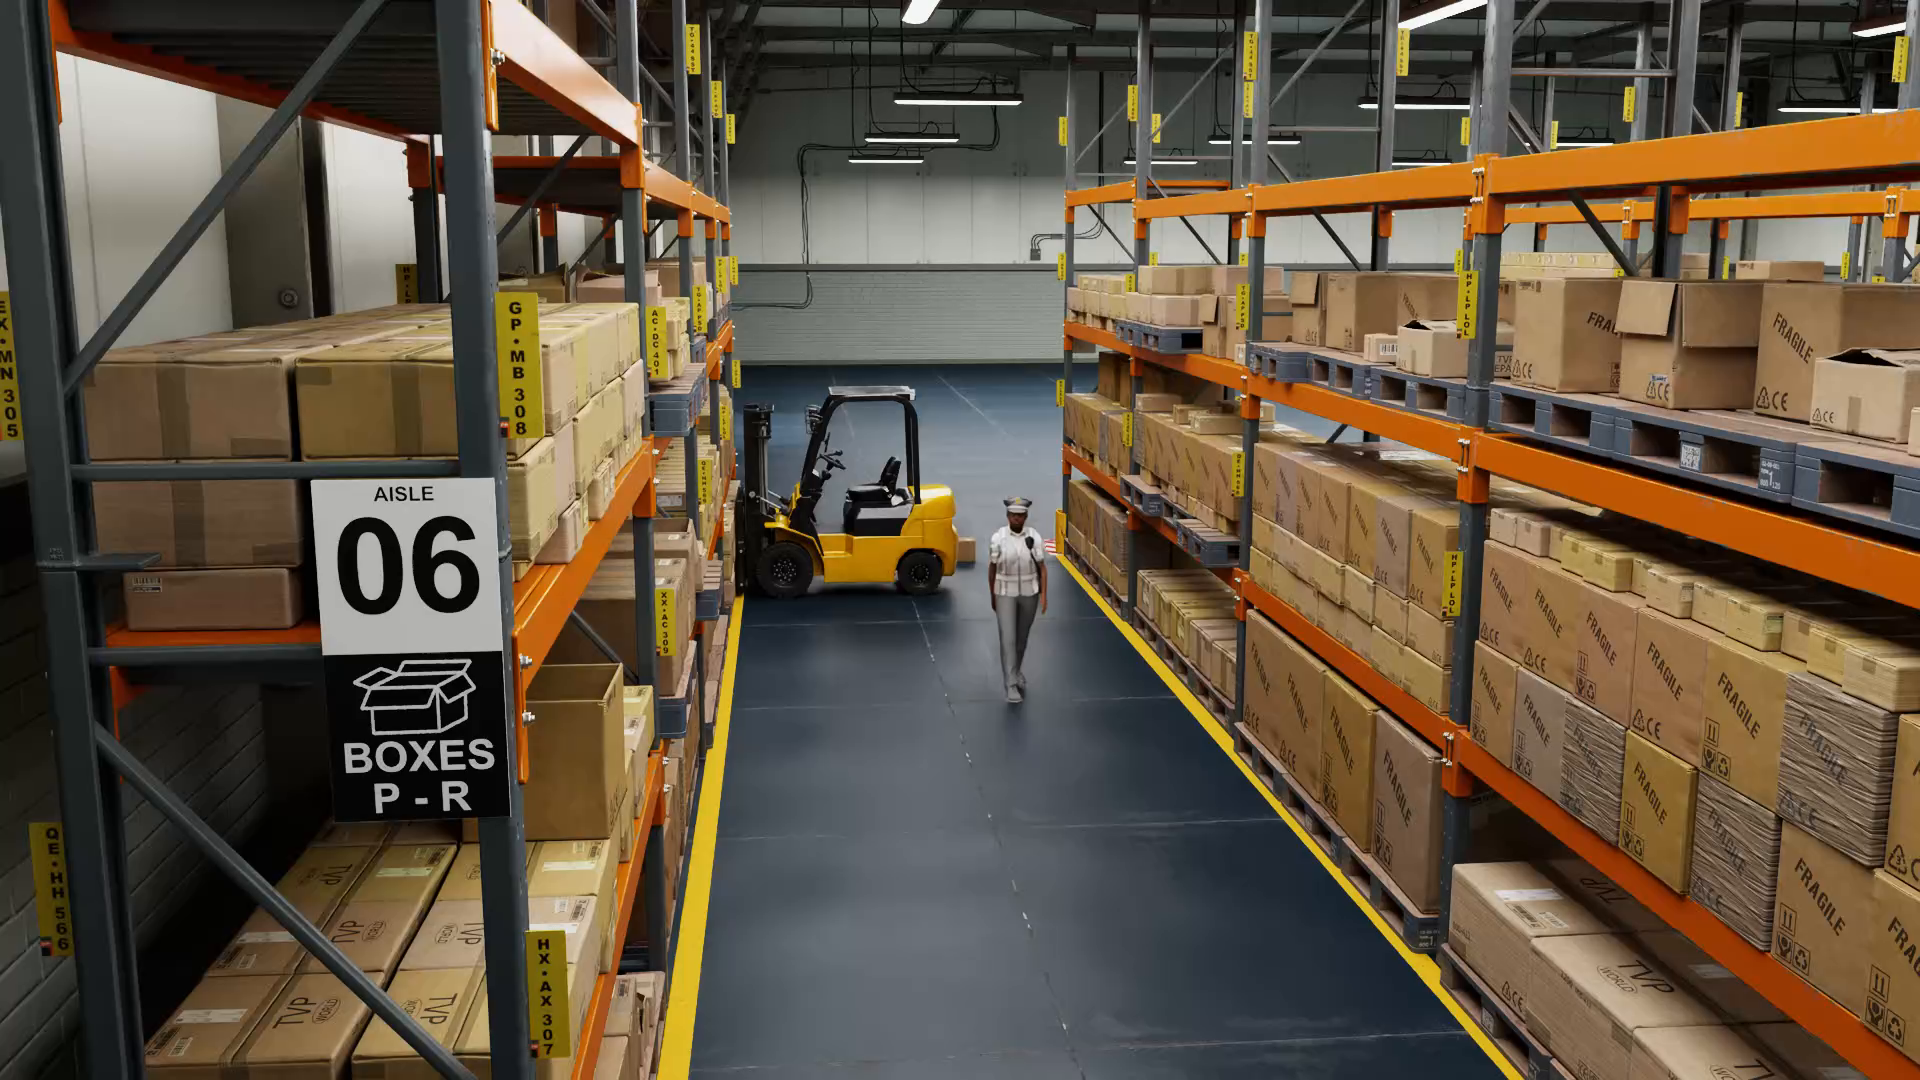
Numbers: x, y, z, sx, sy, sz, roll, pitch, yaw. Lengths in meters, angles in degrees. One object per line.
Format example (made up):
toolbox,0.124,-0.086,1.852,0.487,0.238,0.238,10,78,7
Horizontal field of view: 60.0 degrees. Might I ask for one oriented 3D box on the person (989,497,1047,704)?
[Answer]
person,0.496,0.459,13.670,0.459,1.636,0.988,-2,10,-9
